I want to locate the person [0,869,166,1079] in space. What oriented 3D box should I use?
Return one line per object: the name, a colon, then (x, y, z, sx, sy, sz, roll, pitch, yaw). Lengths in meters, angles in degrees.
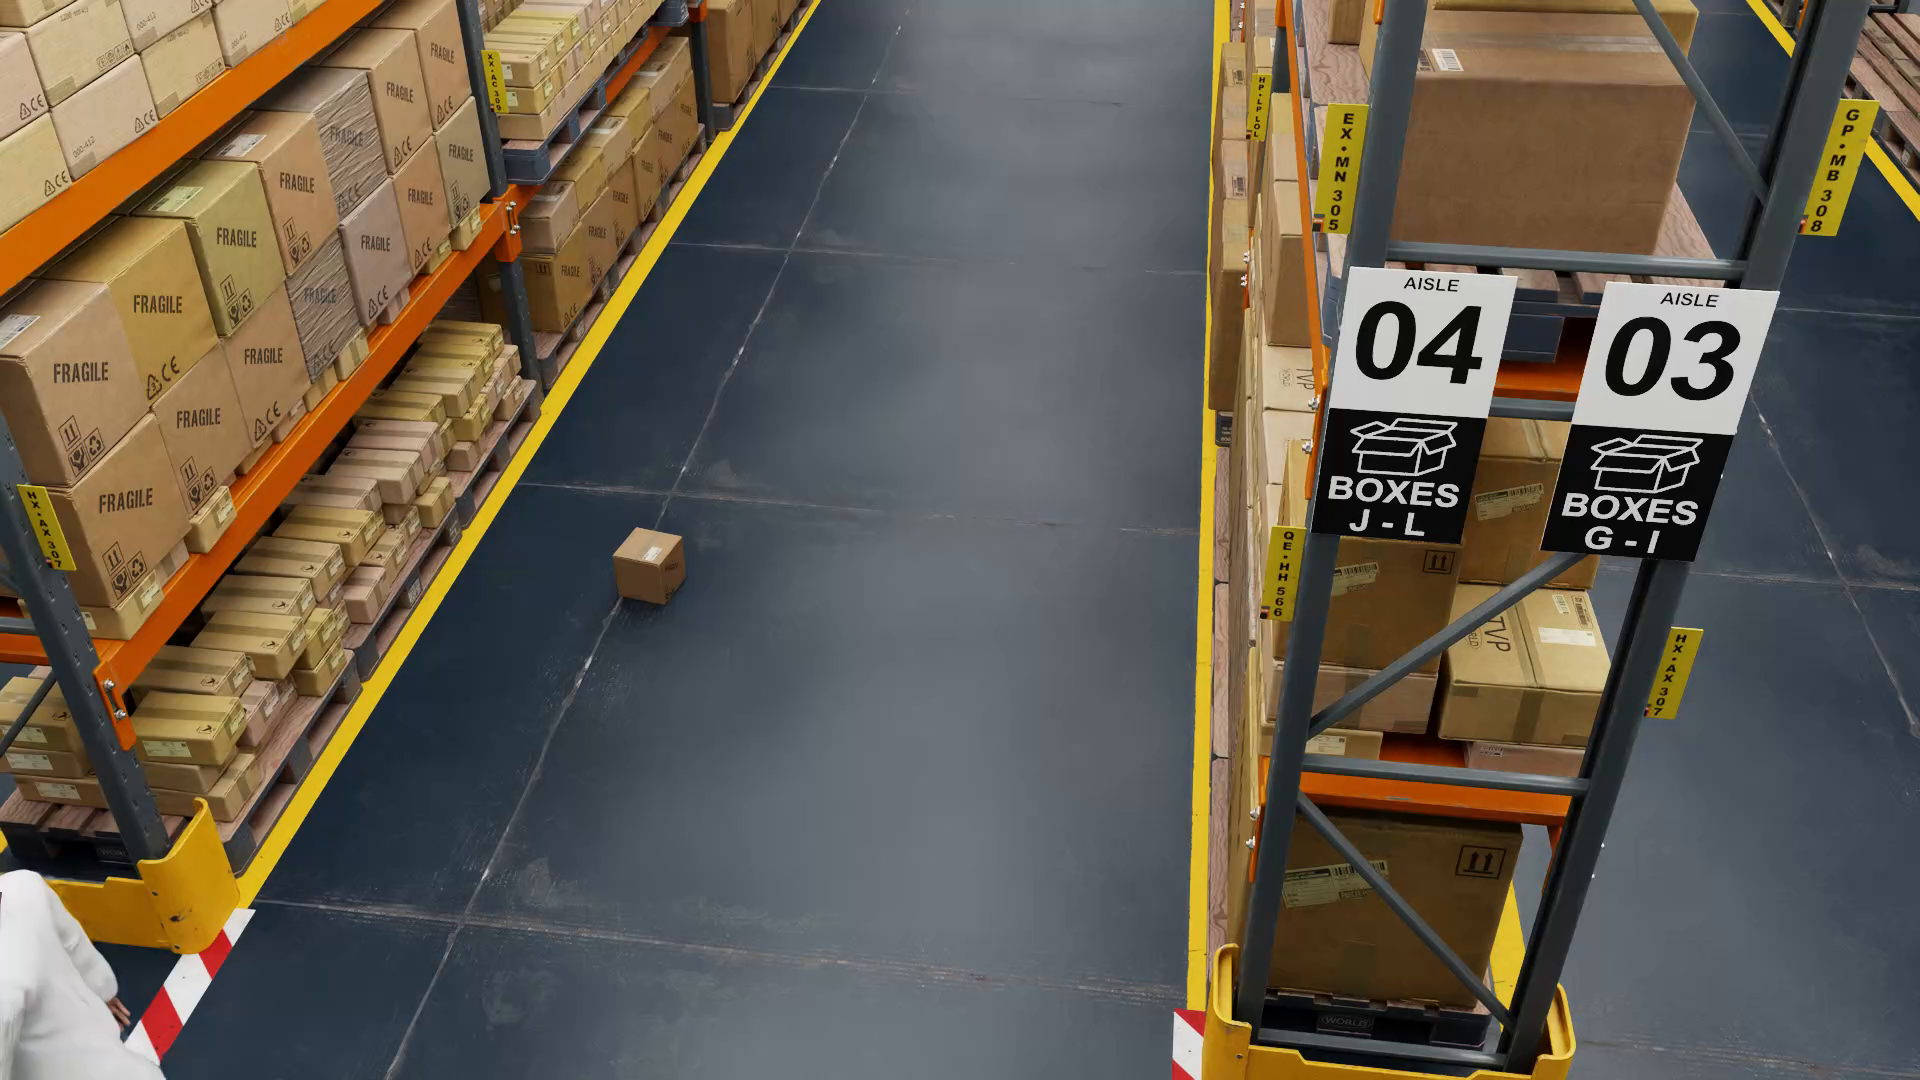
person: (-2.719, 1.567, 4.846, 1.025, 1.725, 0.624, -16, 39, -21)
